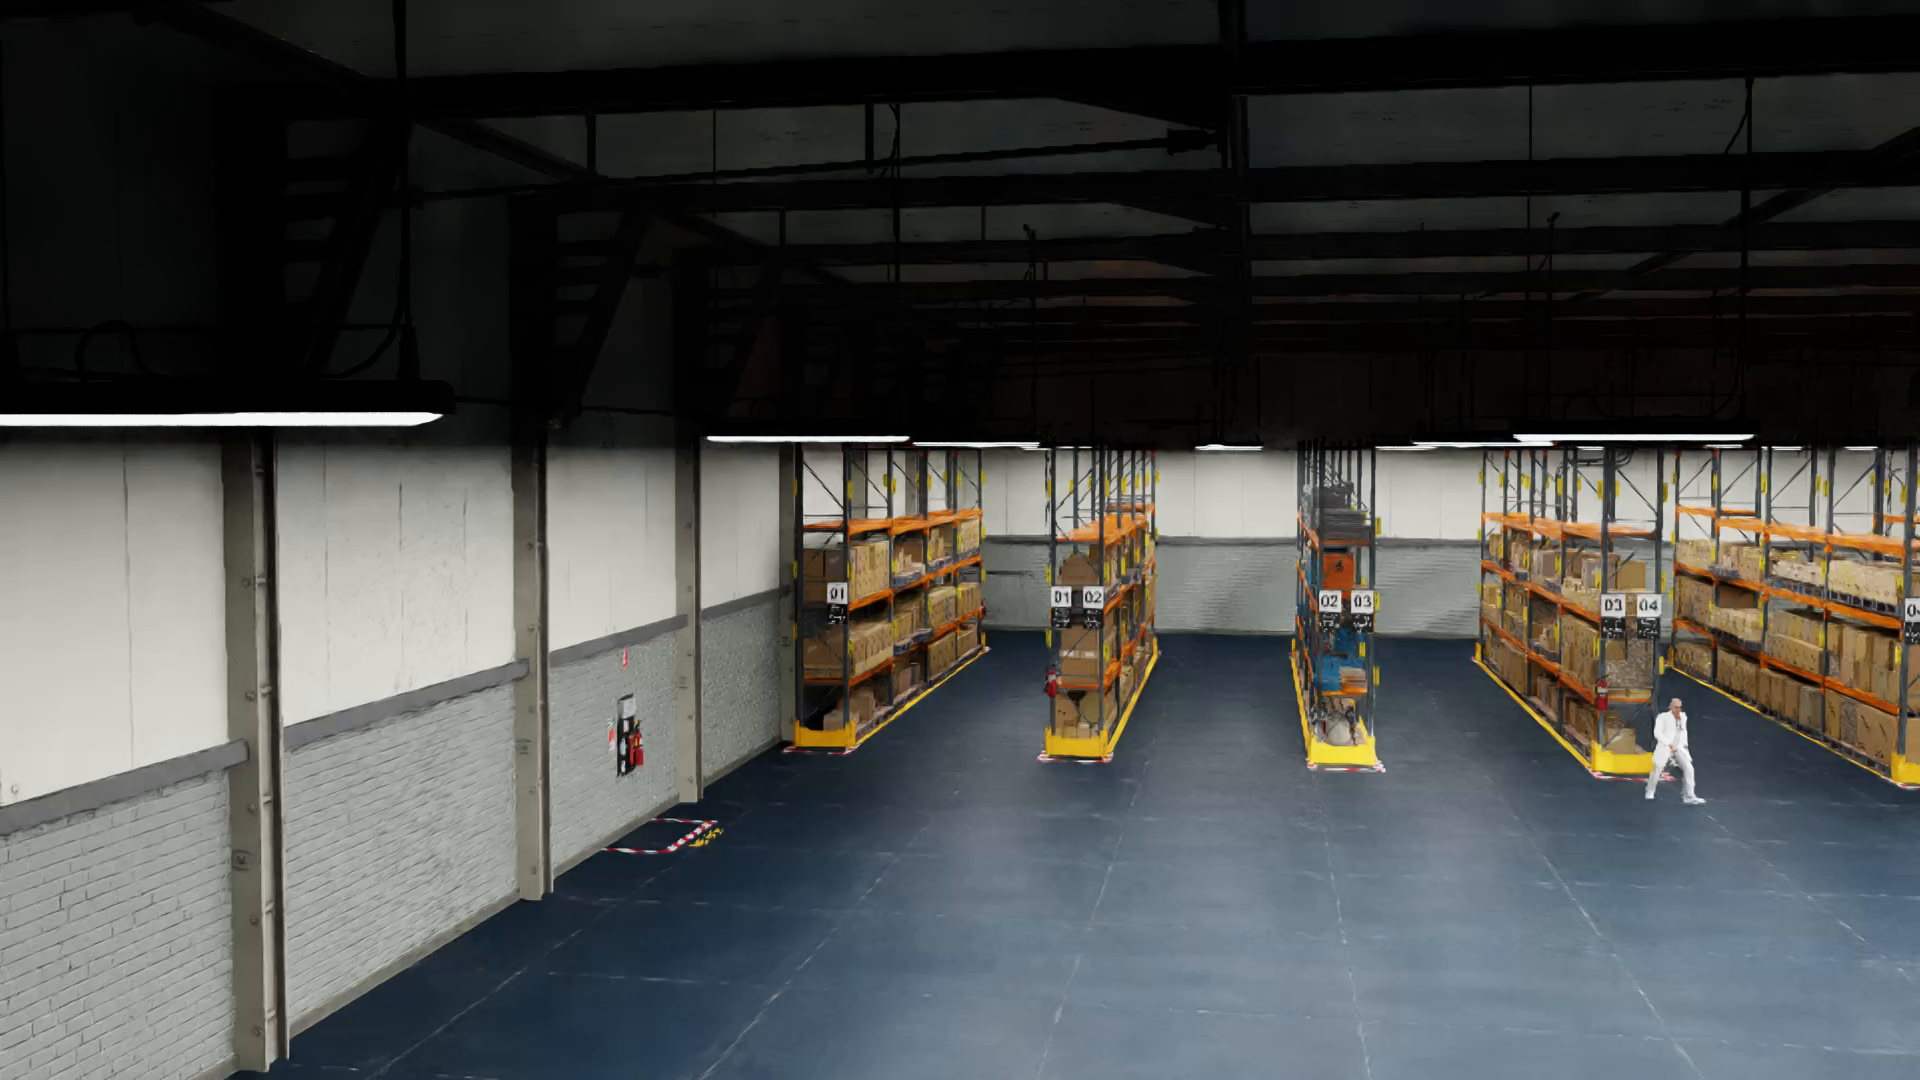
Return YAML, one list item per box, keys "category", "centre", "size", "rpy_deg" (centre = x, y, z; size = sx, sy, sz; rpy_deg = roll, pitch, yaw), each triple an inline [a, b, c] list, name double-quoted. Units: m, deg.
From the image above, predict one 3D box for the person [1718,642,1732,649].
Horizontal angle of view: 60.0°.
- category: "person"
  centre: [20.717, 2.436, 45.330]
  size: [0.626, 1.787, 0.707]
  rpy_deg: [0, 3, -6]

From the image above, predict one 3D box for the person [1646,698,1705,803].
- category: "person"
  centre: [11.613, 3.415, 27.166]
  size: [0.735, 1.712, 0.905]
  rpy_deg: [0, 3, -7]
